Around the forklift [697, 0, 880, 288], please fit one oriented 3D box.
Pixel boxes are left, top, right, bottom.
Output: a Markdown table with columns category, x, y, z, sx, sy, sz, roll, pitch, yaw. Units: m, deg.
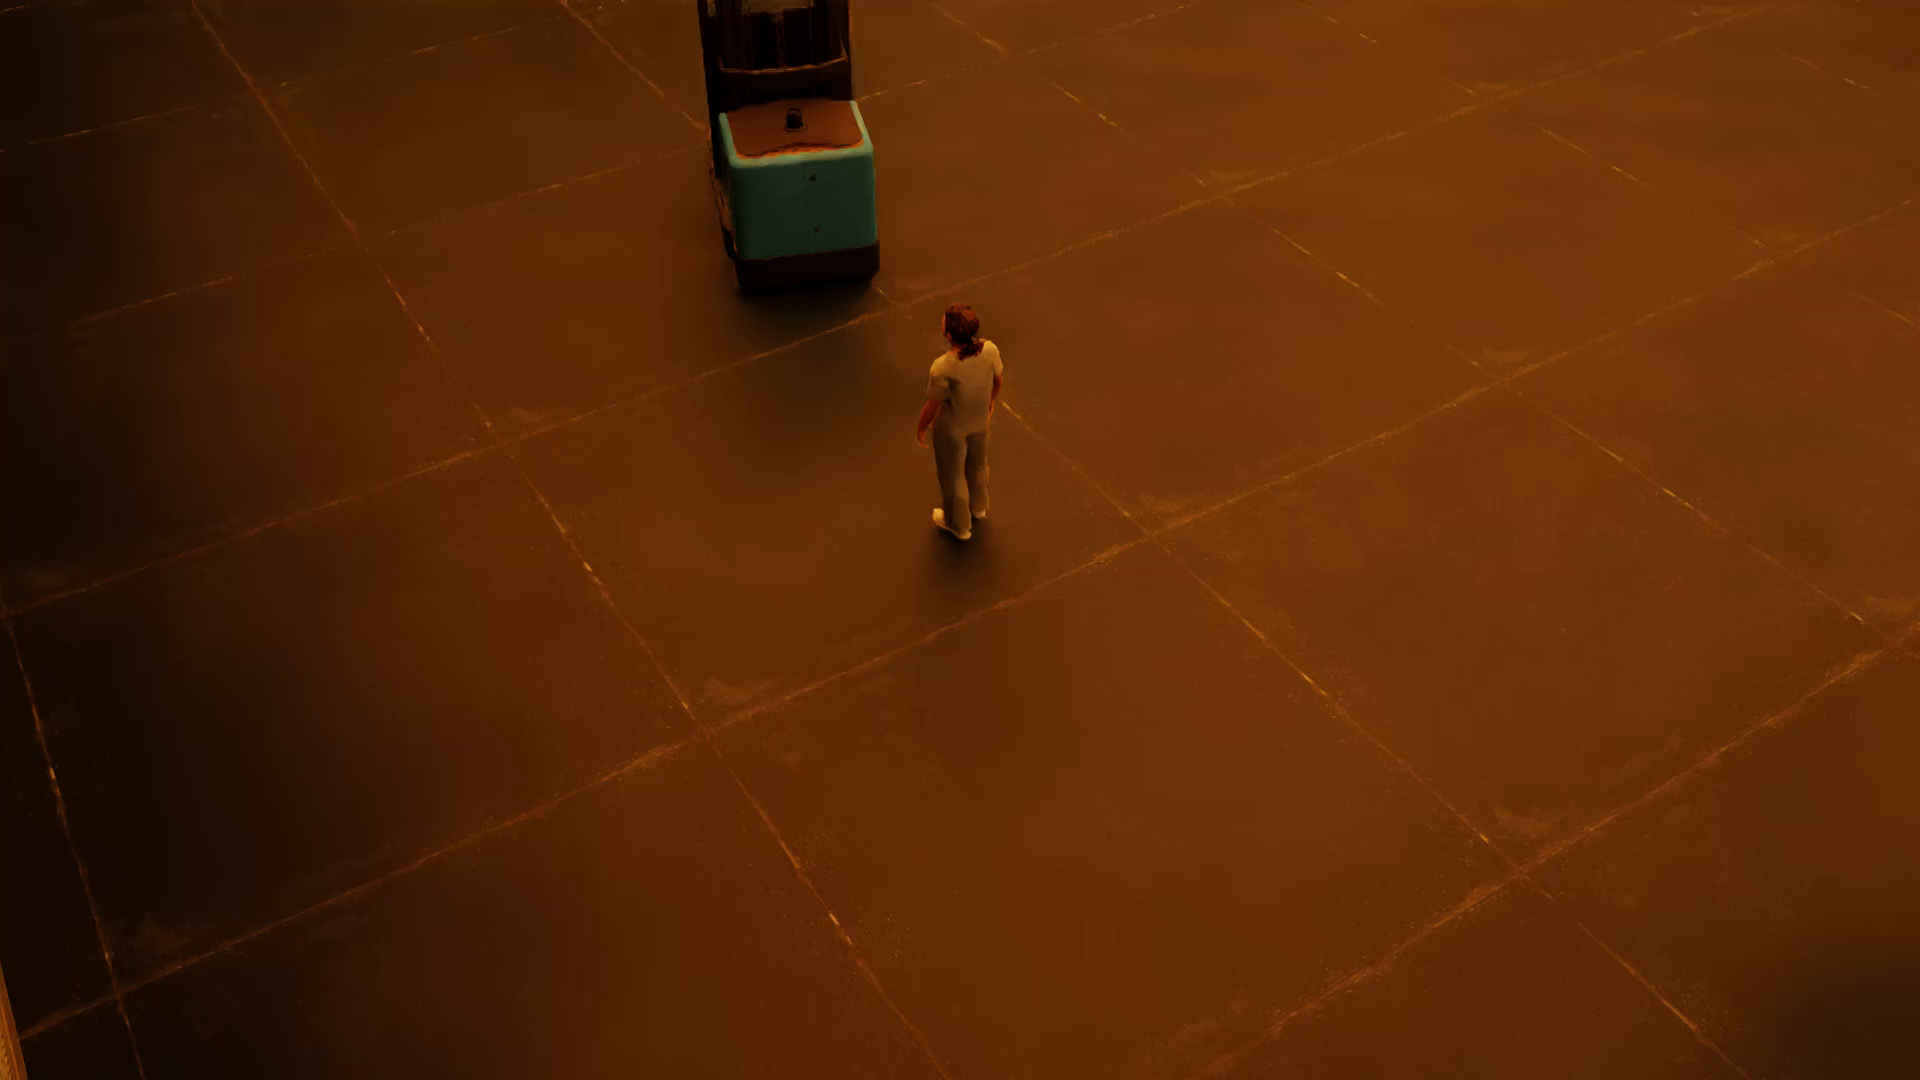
| category | x | y | z | sx | sy | sz | roll | pitch | yaw |
| --- | --- | --- | --- | --- | --- | --- | --- | --- | --- |
| forklift | -1.409 | -3.910 | 12.346 | 1.130 | 2.935 | 3.031 | -8 | 42 | -9 |

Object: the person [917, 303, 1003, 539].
| category | x | y | z | sx | sy | sz | roll | pitch | yaw |
| --- | --- | --- | --- | --- | --- | --- | --- | --- | --- |
| person | -0.028 | -0.711 | 9.568 | 0.550 | 1.673 | 0.549 | -23 | 46 | -24 |
